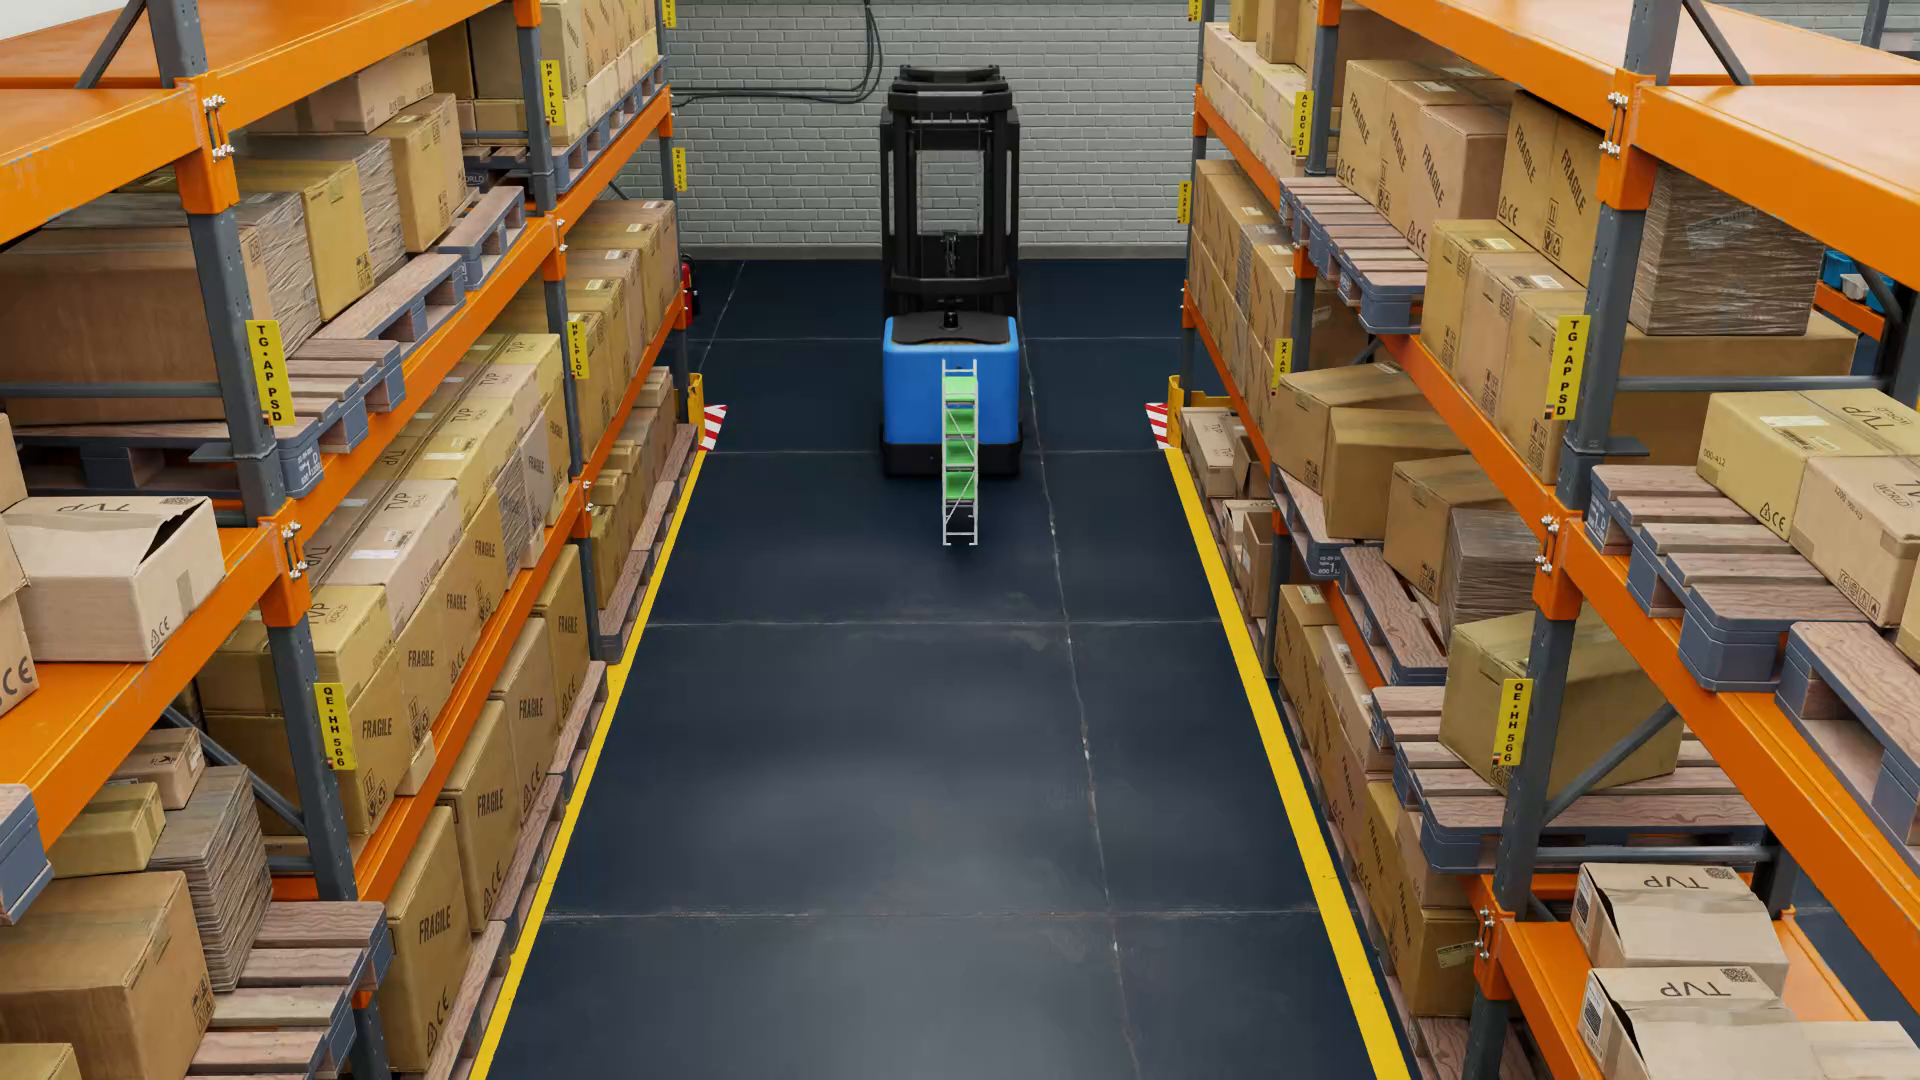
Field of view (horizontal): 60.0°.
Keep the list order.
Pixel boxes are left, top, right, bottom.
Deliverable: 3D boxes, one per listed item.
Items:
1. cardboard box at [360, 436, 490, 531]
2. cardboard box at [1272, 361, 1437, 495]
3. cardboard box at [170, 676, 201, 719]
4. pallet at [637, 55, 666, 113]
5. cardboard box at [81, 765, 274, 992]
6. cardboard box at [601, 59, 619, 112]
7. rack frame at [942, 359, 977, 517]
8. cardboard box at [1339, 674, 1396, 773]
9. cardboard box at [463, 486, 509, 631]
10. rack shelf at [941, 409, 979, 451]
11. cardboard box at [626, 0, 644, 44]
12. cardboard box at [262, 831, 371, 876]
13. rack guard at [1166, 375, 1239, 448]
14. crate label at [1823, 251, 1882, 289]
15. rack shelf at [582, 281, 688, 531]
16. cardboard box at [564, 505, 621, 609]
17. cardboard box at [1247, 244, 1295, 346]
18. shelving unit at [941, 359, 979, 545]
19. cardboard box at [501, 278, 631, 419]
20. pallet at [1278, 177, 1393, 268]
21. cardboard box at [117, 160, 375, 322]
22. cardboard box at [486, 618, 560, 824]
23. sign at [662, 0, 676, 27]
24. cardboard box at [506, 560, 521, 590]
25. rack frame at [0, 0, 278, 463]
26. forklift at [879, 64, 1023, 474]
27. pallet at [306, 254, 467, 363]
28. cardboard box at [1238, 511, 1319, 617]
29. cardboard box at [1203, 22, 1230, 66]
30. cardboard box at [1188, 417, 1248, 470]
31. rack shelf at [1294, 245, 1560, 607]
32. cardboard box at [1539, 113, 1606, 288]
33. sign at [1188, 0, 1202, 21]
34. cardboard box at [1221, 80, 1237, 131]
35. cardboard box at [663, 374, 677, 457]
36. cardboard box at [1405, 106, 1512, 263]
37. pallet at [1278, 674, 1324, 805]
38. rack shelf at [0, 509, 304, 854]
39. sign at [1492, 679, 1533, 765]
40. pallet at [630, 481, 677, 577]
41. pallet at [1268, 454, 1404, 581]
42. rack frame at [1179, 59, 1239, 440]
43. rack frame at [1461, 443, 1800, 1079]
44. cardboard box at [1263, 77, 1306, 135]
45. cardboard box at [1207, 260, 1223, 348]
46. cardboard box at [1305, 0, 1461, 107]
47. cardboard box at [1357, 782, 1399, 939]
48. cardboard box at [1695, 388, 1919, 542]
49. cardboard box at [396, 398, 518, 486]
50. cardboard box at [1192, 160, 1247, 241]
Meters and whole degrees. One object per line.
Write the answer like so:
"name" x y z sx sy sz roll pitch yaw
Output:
"cardboard box" -2.365 -0.248 7.241 0.500 0.250 0.500 -1 24 -2
"cardboard box" 2.101 -0.603 8.812 0.700 0.500 0.500 -9 26 -18
"cardboard box" -2.855 0.392 5.826 0.500 0.250 0.500 0 24 1
"pallet" -2.659 -3.207 11.669 1.003 0.211 1.213 0 24 -1
"cardboard box" -2.575 1.058 5.116 0.700 0.500 0.500 -3 25 -7
"cardboard box" -2.382 -2.781 10.169 0.500 0.250 0.500 -1 24 -2
"rack frame" -0.004 -0.715 11.876 0.240 1.200 0.015 0 24 -1
"cardboard box" 2.098 0.854 7.811 0.500 0.250 0.500 -1 24 -2
"cardboard box" -2.354 0.084 7.418 0.500 0.500 0.500 0 24 1
"rack shelf" -0.002 -0.775 11.581 0.258 0.148 0.480 0 24 -1
"cardboard box" -2.402 -3.557 10.975 0.500 0.500 0.500 0 24 1
"cardboard box" -2.362 1.079 6.005 0.380 0.149 0.250 -1 24 -1
"rack guard" 2.277 -1.040 13.443 1.175 0.500 0.348 0 24 -1
"crate label" 6.902 -2.079 12.837 0.416 0.233 0.303 0 24 -1
"rack shelf" -2.656 -1.035 11.270 1.077 0.370 4.000 0 24 -1
"cardboard box" -2.540 0.101 10.411 0.700 0.500 0.500 0 24 0
"cardboard box" 2.047 -1.481 10.051 0.500 0.500 0.500 -1 24 -2
"shelving unit" -0.002 -0.615 11.654 0.258 1.200 0.503 0 24 -1
"cardboard box" -2.626 -1.199 10.398 0.980 0.700 0.700 -1 24 -2
"pallet" 2.256 -1.574 8.178 1.213 0.211 1.003 0 24 -1
"cardboard box" -2.704 -1.148 6.354 0.700 0.500 0.500 1 24 2
"cardboard box" -2.484 0.883 8.256 0.750 0.750 0.750 0 24 1
"sign" -2.135 -3.917 12.153 0.100 0.325 0.005 0 24 -1
"cardboard box" -2.365 0.126 8.113 0.380 0.149 0.250 0 24 -1
"rack frame" -2.590 -1.623 4.419 1.000 3.000 0.127 0 24 -1
"forklift" -0.082 -2.401 13.503 1.130 2.935 3.031 0 24 -1
"pallet" -2.666 -0.896 6.681 1.003 0.211 1.213 1 24 2
"cardboard box" 2.029 0.143 10.293 0.500 0.500 0.500 0 24 -1
"cardboard box" 2.021 -3.524 11.836 0.500 0.250 0.500 0 24 -1
"cardboard box" 2.003 -0.727 12.519 0.500 0.250 0.500 0 24 -1
"rack shelf" 2.341 -0.777 7.061 1.077 0.370 4.000 0 24 -1
"cardboard box" 2.359 -1.172 5.726 0.500 0.500 0.500 0 24 -1
"sign" 1.733 -3.973 12.193 0.100 0.325 0.005 0 24 -1
"cardboard box" 2.027 -2.884 11.028 0.500 0.250 0.500 0 24 -1
"cardboard box" -2.570 -0.951 12.736 0.700 0.500 0.500 0 24 -1
"cardboard box" 2.268 -1.454 6.932 0.600 0.600 0.600 -1 24 -3
"pallet" 2.366 1.044 9.187 1.003 0.211 1.213 0 24 -1
"rack shelf" -2.569 0.895 3.364 1.077 0.370 4.000 0 24 -1
"sign" 1.820 0.601 5.472 0.100 0.325 0.005 0 24 -1
"pallet" -2.580 -0.085 11.682 1.003 0.211 1.213 0 24 -1
"pallet" 2.219 -0.145 8.663 1.003 0.211 1.213 0 24 -1
"rack frame" 2.276 -2.210 12.997 1.000 3.000 0.127 0 24 -1
"rack frame" 2.363 1.086 5.708 1.000 3.000 0.127 0 24 -1
"cardboard box" 2.040 -2.493 9.558 0.500 0.250 0.500 0 24 -1
"cardboard box" 2.030 -1.652 11.642 0.500 0.500 0.500 0 24 -1
"cardboard box" 2.276 -2.630 8.950 0.700 0.500 0.500 0 24 -1
"cardboard box" 2.113 1.427 7.454 0.500 0.500 0.500 -1 24 -2
"cardboard box" 2.424 -0.217 4.622 0.500 0.250 0.500 -2 24 -4
"cardboard box" -2.372 -0.458 7.706 0.500 0.250 0.500 0 24 0
"cardboard box" 2.017 -2.527 12.363 0.500 0.500 0.500 0 24 1
